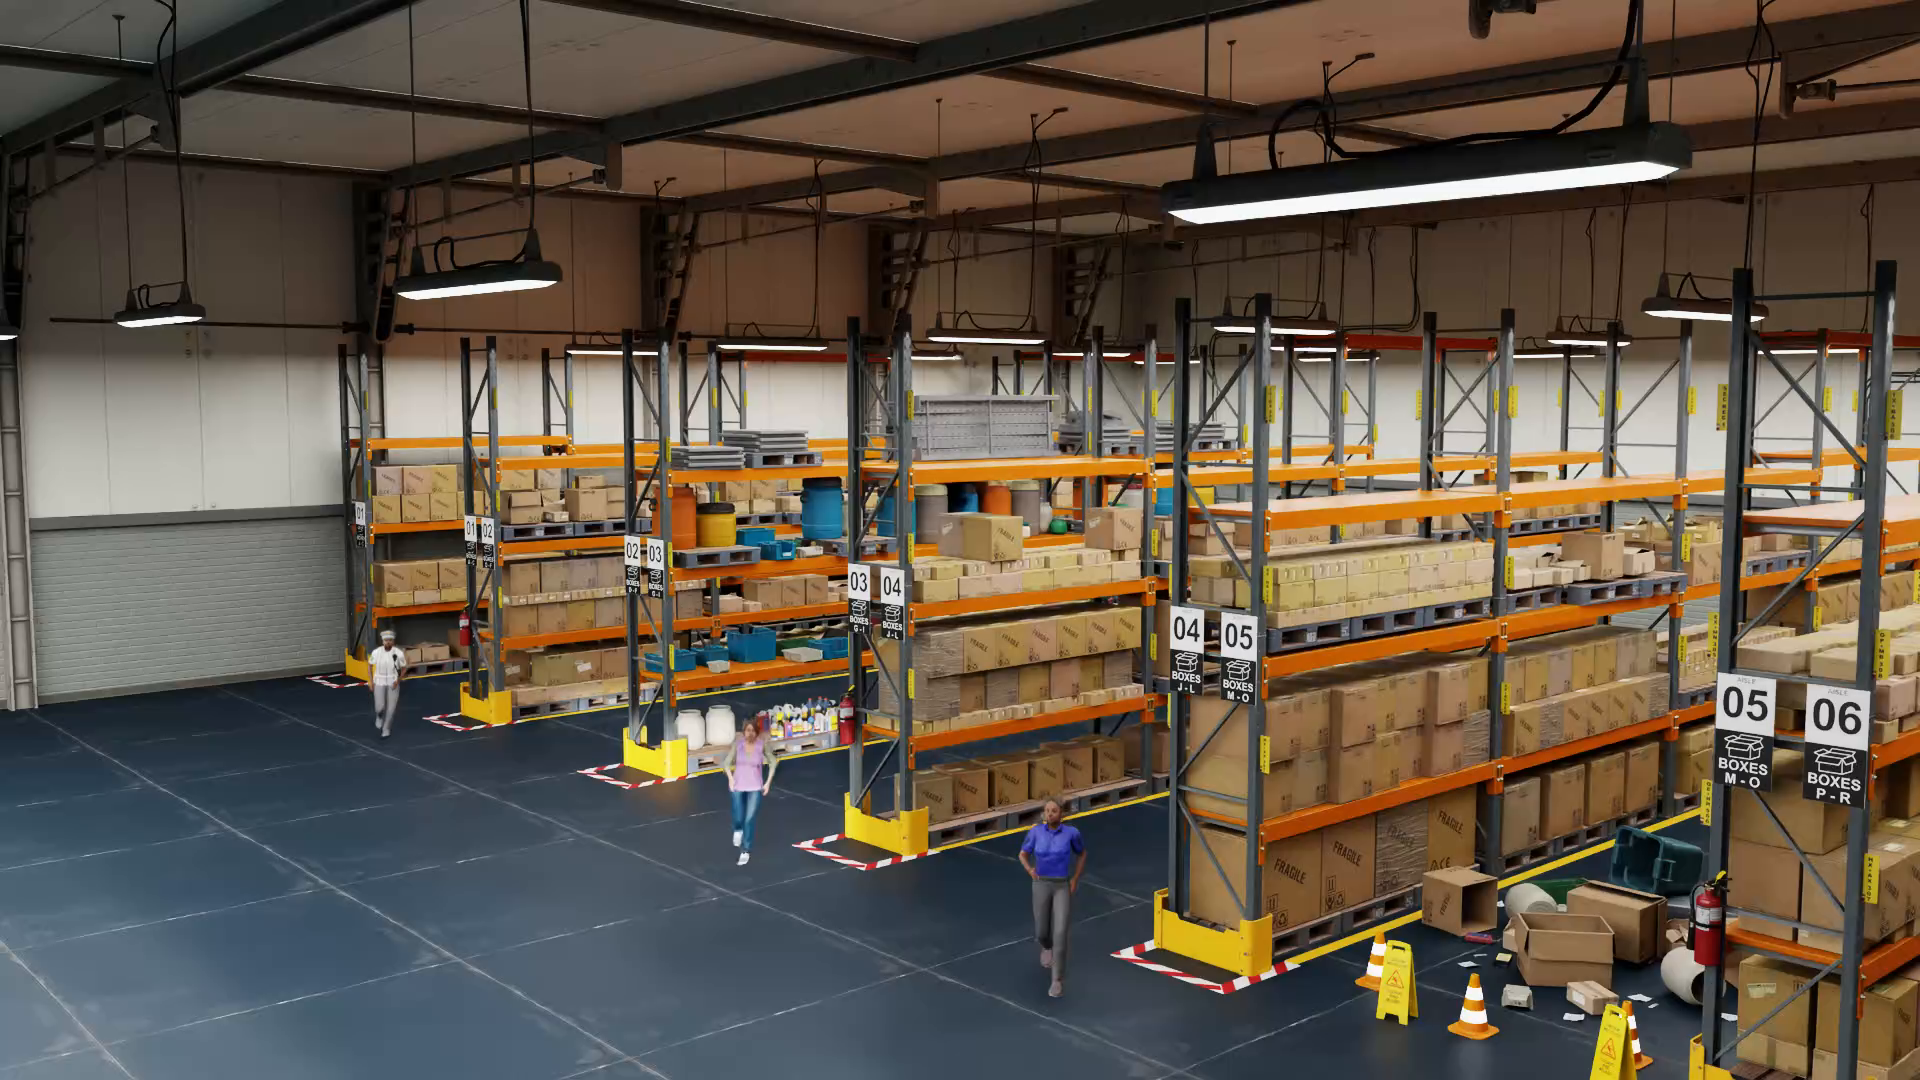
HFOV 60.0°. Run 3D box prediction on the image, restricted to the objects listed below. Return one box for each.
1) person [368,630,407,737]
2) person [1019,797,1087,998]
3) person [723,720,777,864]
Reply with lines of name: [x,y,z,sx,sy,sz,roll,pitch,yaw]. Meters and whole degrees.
person: [-8.538,2.135,24.804,0.530,1.615,0.521,-2,6,-22]
person: [0.802,3.069,14.504,0.591,1.653,0.749,1,5,11]
person: [-2.318,2.748,18.409,0.589,1.582,0.632,0,5,-4]
